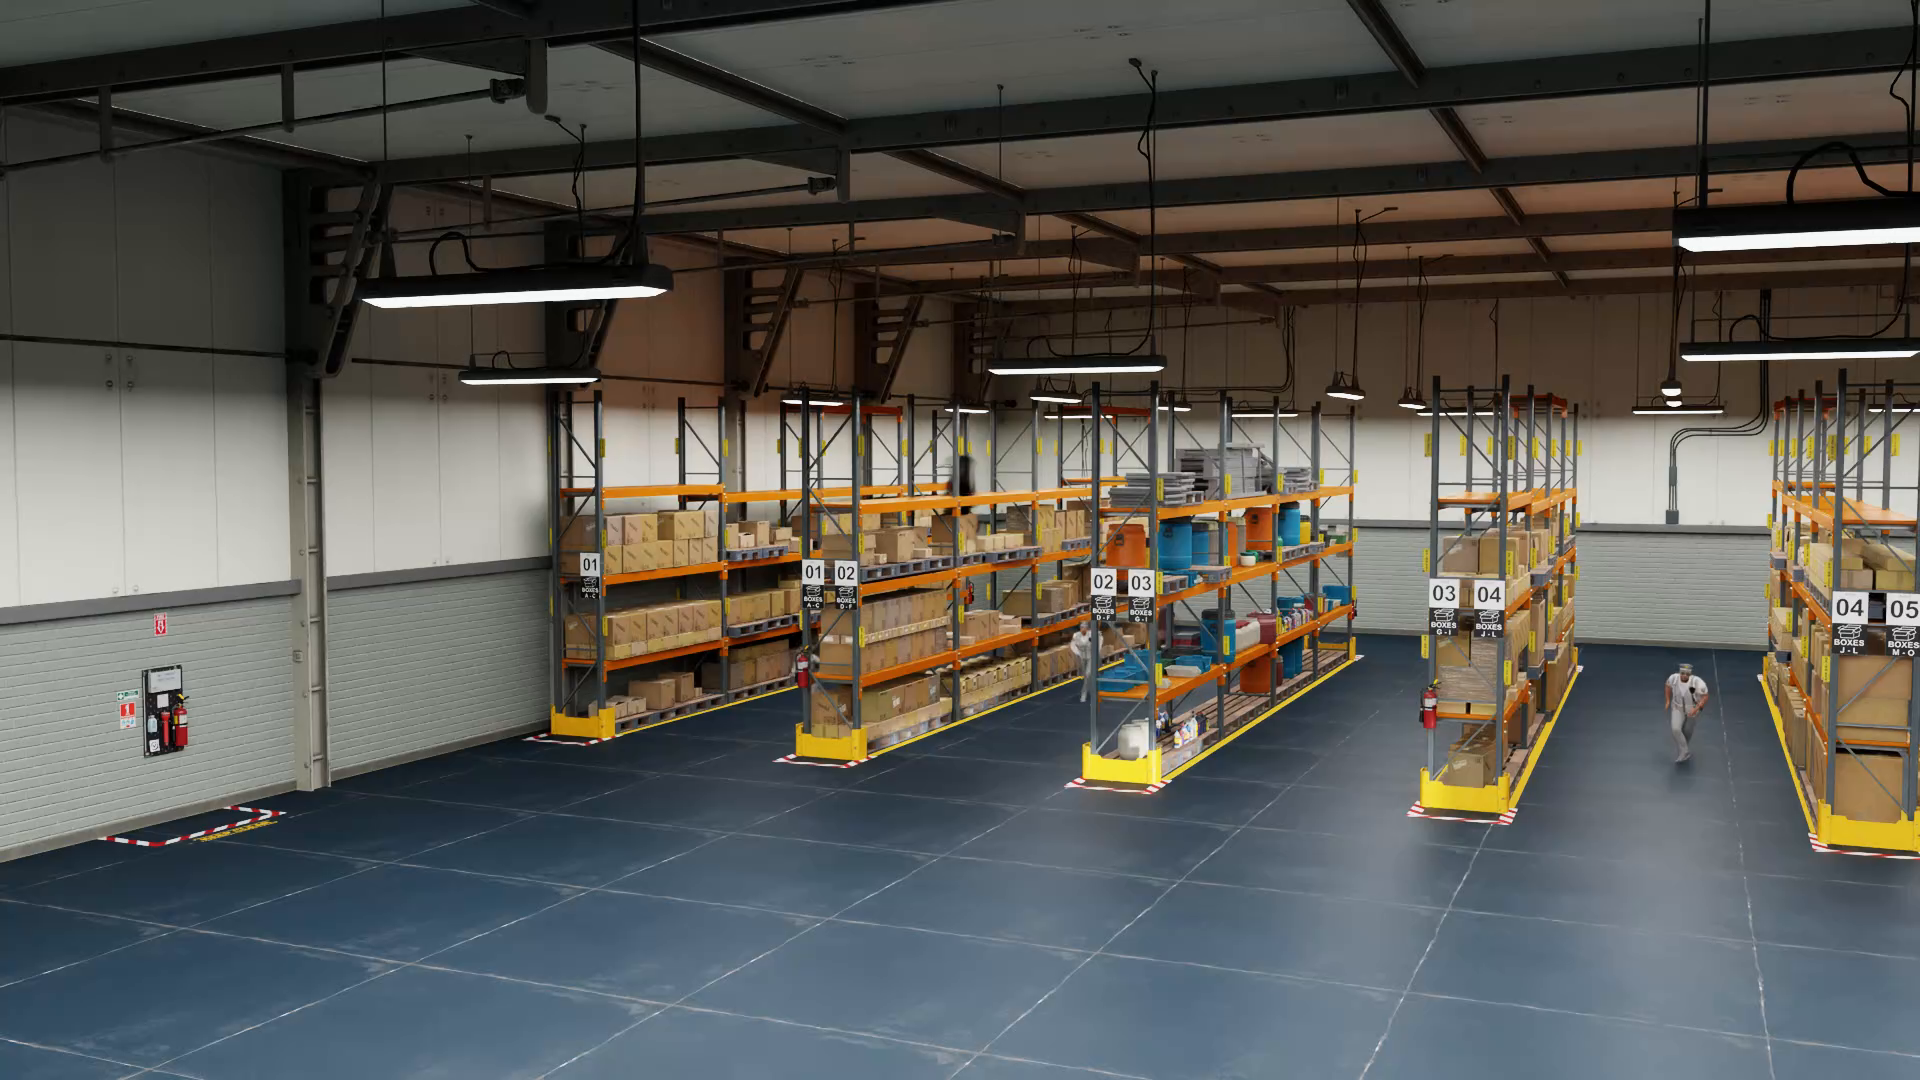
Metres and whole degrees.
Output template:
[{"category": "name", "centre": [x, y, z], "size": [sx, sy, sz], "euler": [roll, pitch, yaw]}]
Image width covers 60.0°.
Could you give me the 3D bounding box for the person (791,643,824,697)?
[{"category": "person", "centre": [-2.700, 2.591, 29.646], "size": [0.538, 1.560, 0.903], "euler": [1, 3, 11]}]

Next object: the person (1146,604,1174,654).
[{"category": "person", "centre": [4.347, 2.084, 36.789], "size": [0.675, 1.847, 0.931], "euler": [1, 3, 23]}]

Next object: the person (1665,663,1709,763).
[{"category": "person", "centre": [11.719, 2.738, 26.792], "size": [0.660, 1.601, 1.096], "euler": [2, 4, 29]}]

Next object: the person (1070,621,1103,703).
[{"category": "person", "centre": [2.535, 2.387, 33.185], "size": [0.655, 1.637, 0.982], "euler": [0, 3, 9]}]
